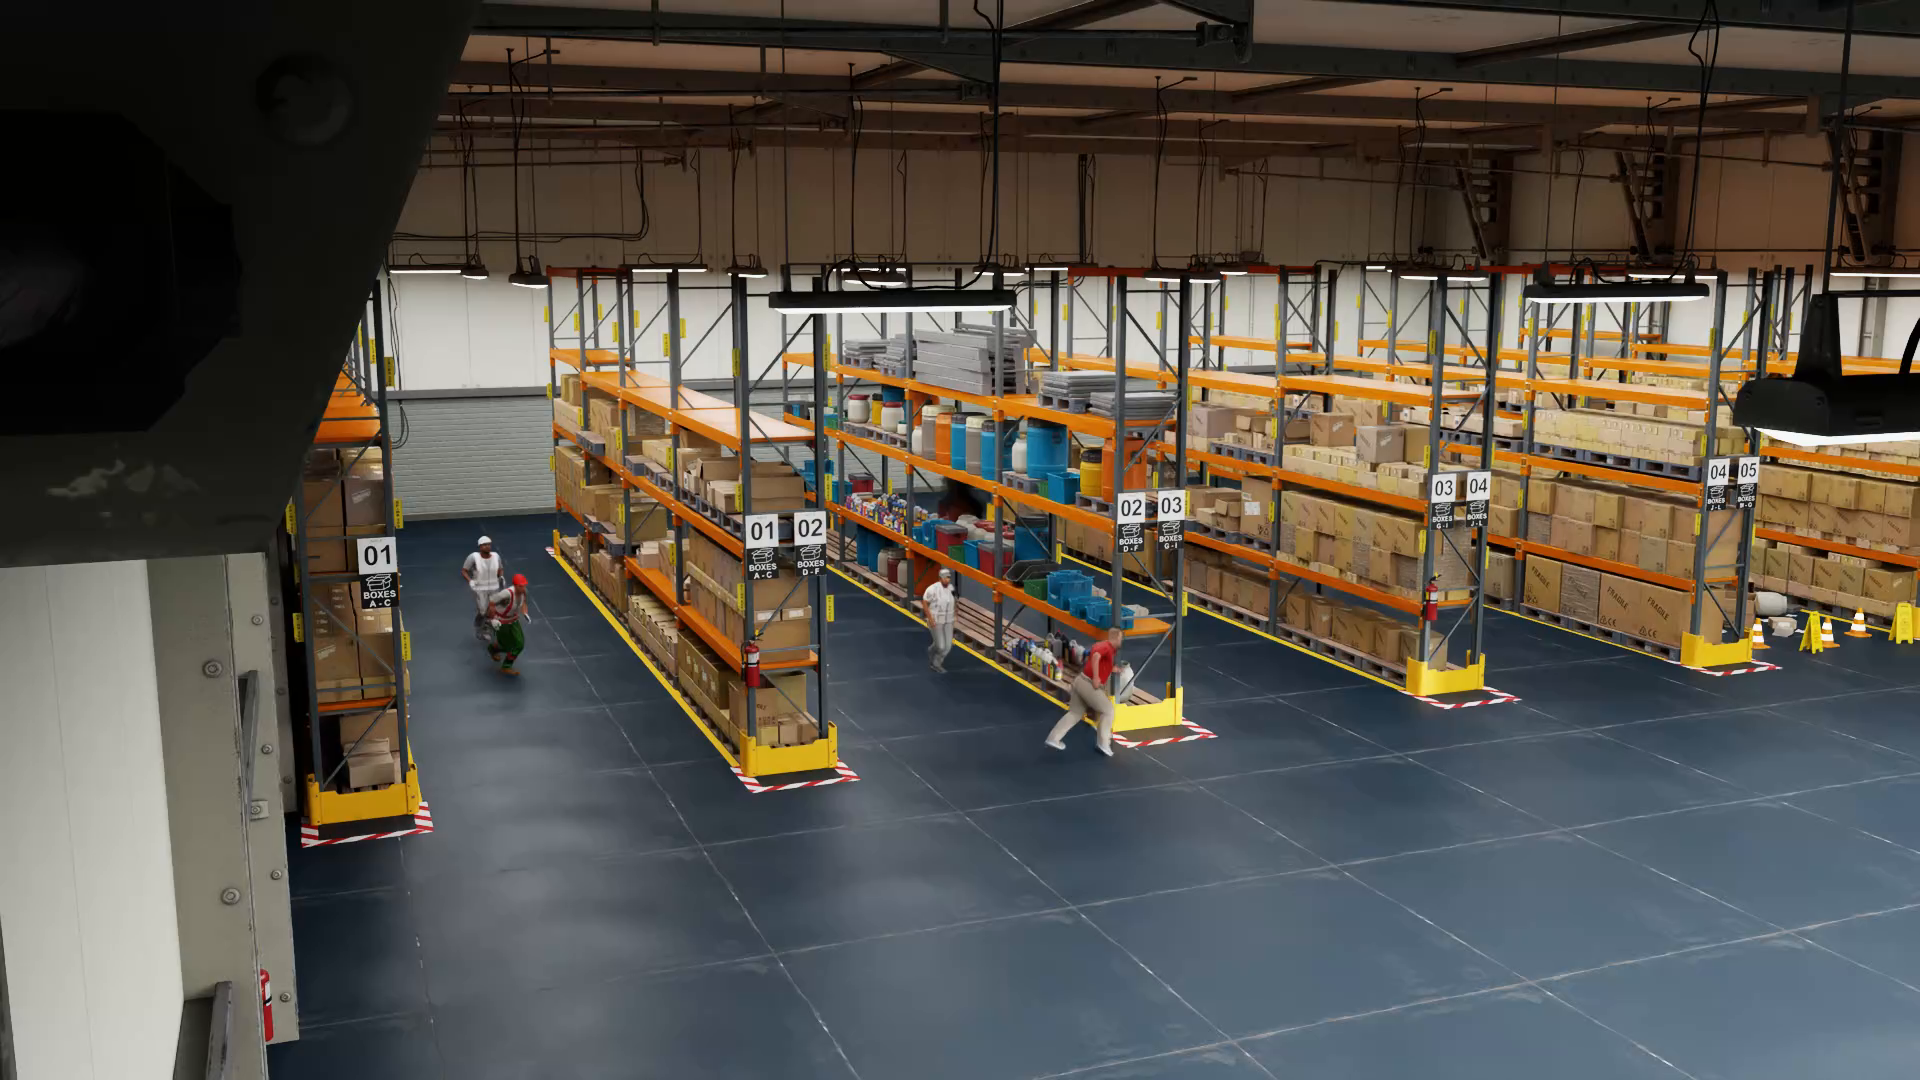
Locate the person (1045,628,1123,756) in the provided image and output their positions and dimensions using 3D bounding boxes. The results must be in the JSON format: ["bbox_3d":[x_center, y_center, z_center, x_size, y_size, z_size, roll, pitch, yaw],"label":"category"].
[{"bbox_3d":[1.588,1.957,20.954,1.008,1.698,0.708,-2,10,-11],"label":"person"}]

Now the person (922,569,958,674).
[{"bbox_3d":[-0.304,1.211,25.146,0.602,1.616,0.562,-5,11,-28],"label":"person"}]

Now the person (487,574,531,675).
[{"bbox_3d":[-6.818,1.257,24.960,1.016,1.583,0.671,8,12,37],"label":"person"}]

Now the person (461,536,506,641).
[{"bbox_3d":[-7.683,0.806,26.967,0.663,1.741,0.565,-7,12,-34],"label":"person"}]
